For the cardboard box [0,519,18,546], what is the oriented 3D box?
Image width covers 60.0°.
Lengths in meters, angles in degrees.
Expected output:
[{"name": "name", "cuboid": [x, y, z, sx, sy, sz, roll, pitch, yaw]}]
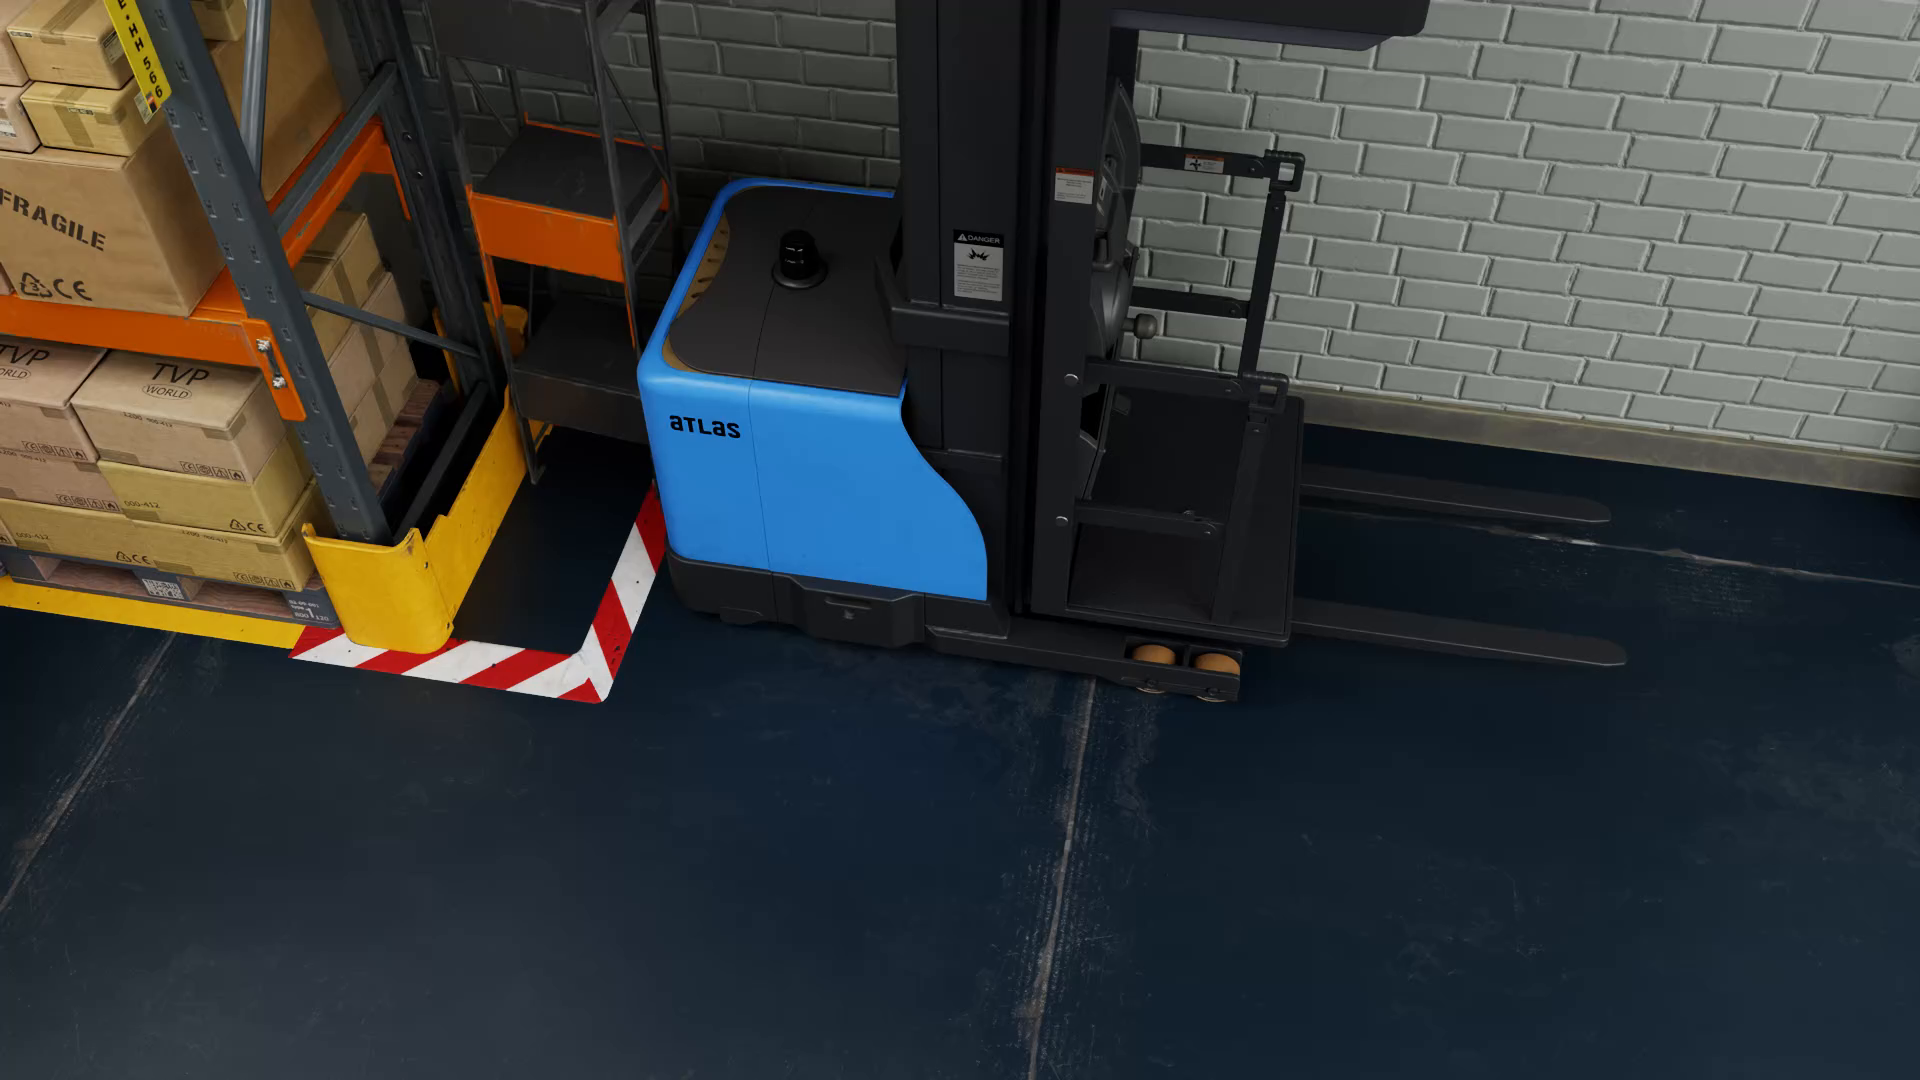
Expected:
[{"name": "cardboard box", "cuboid": [-3.281, -0.275, 5.546, 0.500, 0.250, 0.500, 8, 49, 7]}]

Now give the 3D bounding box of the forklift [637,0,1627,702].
[{"name": "forklift", "cuboid": [0.618, -0.896, 4.584, 3.031, 2.935, 1.130, 8, 49, 7]}]

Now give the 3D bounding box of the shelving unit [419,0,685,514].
[{"name": "shelving unit", "cuboid": [-1.191, -0.983, 5.210, 0.503, 2.100, 0.431, 13, 49, 9]}]

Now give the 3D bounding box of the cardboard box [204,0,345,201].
[{"name": "cardboard box", "cuboid": [-2.222, -1.379, 4.905, 0.500, 0.500, 0.500, 9, 49, 8]}]

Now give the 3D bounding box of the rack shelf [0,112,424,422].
[{"name": "rack shelf", "cuboid": [-3.752, -1.101, 5.206, 4.000, 0.370, 1.077, 8, 49, 7]}]

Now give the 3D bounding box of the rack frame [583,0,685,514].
[{"name": "rack frame", "cuboid": [-0.956, -0.930, 5.174, 0.015, 2.100, 0.400, 13, 49, 9]}]

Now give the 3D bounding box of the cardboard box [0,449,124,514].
[{"name": "cardboard box", "cuboid": [-2.810, -0.375, 5.301, 0.500, 0.250, 0.500, 7, 48, 6]}]

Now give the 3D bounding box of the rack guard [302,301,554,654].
[{"name": "rack guard", "cuboid": [-1.760, -0.238, 5.628, 0.348, 0.500, 1.175, 8, 49, 7]}]

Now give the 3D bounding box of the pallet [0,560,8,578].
[{"name": "pallet", "cuboid": [-3.741, -0.379, 5.948, 1.213, 0.211, 1.003, 8, 49, 7]}]

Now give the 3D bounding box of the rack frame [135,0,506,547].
[{"name": "rack frame", "cuboid": [-1.784, -1.077, 4.701, 0.127, 3.000, 1.000, 8, 49, 7]}]

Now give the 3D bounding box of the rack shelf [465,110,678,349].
[{"name": "rack shelf", "cuboid": [-1.192, -0.974, 5.221, 0.480, 0.518, 0.431, 13, 49, 9]}]

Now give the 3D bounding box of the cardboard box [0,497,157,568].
[{"name": "cardboard box", "cuboid": [-2.790, -0.202, 5.481, 0.500, 0.250, 0.500, 8, 49, 7]}]

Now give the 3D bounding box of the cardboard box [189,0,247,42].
[{"name": "cardboard box", "cuboid": [-2.071, -1.562, 4.634, 0.250, 0.149, 0.380, 7, 48, 6]}]

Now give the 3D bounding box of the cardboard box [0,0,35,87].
[{"name": "cardboard box", "cuboid": [-2.422, -1.330, 4.225, 0.250, 0.149, 0.380, 8, 49, 7]}]

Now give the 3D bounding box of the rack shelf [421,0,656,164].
[{"name": "rack shelf", "cuboid": [-1.169, -1.437, 4.696, 0.480, 0.518, 0.431, 13, 49, 9]}]

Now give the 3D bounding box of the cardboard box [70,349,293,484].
[{"name": "cardboard box", "cuboid": [-2.292, -0.465, 5.045, 0.500, 0.250, 0.500, 9, 49, 8]}]

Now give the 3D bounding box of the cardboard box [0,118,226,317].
[{"name": "cardboard box", "cuboid": [-2.315, -0.983, 4.550, 0.500, 0.500, 0.500, 7, 48, 6]}]

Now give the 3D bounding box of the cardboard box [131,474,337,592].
[{"name": "cardboard box", "cuboid": [-2.302, -0.129, 5.416, 0.500, 0.250, 0.500, 8, 49, 7]}]

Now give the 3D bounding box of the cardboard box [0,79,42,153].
[{"name": "cardboard box", "cuboid": [-2.431, -1.180, 4.290, 0.250, 0.149, 0.380, 8, 49, 7]}]

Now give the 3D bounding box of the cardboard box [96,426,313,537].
[{"name": "cardboard box", "cuboid": [-2.318, -0.301, 5.234, 0.500, 0.250, 0.500, 7, 48, 6]}]

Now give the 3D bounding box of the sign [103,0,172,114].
[{"name": "sign", "cuboid": [-1.894, -1.148, 3.827, 0.005, 0.325, 0.100, 8, 49, 7]}]

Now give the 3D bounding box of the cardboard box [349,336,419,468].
[{"name": "cardboard box", "cuboid": [-2.232, -0.506, 5.755, 0.500, 0.250, 0.500, 8, 49, 7]}]

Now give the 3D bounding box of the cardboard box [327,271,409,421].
[{"name": "cardboard box", "cuboid": [-2.209, -0.680, 5.574, 0.500, 0.250, 0.500, 8, 49, 8]}]

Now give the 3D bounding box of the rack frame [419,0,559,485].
[{"name": "rack frame", "cuboid": [-1.427, -1.035, 5.247, 0.015, 2.100, 0.400, 13, 49, 9]}]

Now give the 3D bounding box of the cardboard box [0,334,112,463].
[{"name": "cardboard box", "cuboid": [-2.796, -0.528, 5.102, 0.500, 0.250, 0.500, 8, 49, 8]}]

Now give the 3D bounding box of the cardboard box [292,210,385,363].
[{"name": "cardboard box", "cuboid": [-2.223, -0.835, 5.377, 0.500, 0.250, 0.500, 7, 48, 6]}]

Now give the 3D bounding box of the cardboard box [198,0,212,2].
[{"name": "cardboard box", "cuboid": [-2.076, -1.627, 4.492, 0.250, 0.149, 0.380, 7, 48, 6]}]

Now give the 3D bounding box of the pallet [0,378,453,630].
[{"name": "pallet", "cuboid": [-2.544, -0.215, 5.802, 1.213, 0.211, 1.003, 8, 49, 7]}]

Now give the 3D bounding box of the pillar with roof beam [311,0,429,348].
[{"name": "pillar with roof beam", "cuboid": [-3.074, -0.683, 0.314, 0.400, 9.000, 9.100, 8, 49, 7]}]

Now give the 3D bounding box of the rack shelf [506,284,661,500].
[{"name": "rack shelf", "cuboid": [-1.214, -0.510, 5.745, 0.480, 0.518, 0.431, 13, 49, 9]}]

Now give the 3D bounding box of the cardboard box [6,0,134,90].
[{"name": "cardboard box", "cuboid": [-2.174, -1.320, 4.216, 0.250, 0.149, 0.380, 8, 49, 7]}]

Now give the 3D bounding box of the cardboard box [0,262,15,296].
[{"name": "cardboard box", "cuboid": [-2.823, -1.059, 4.617, 0.500, 0.500, 0.500, 9, 49, 8]}]

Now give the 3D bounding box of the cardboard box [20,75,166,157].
[{"name": "cardboard box", "cuboid": [-2.175, -1.168, 4.279, 0.250, 0.149, 0.380, 8, 49, 7]}]
